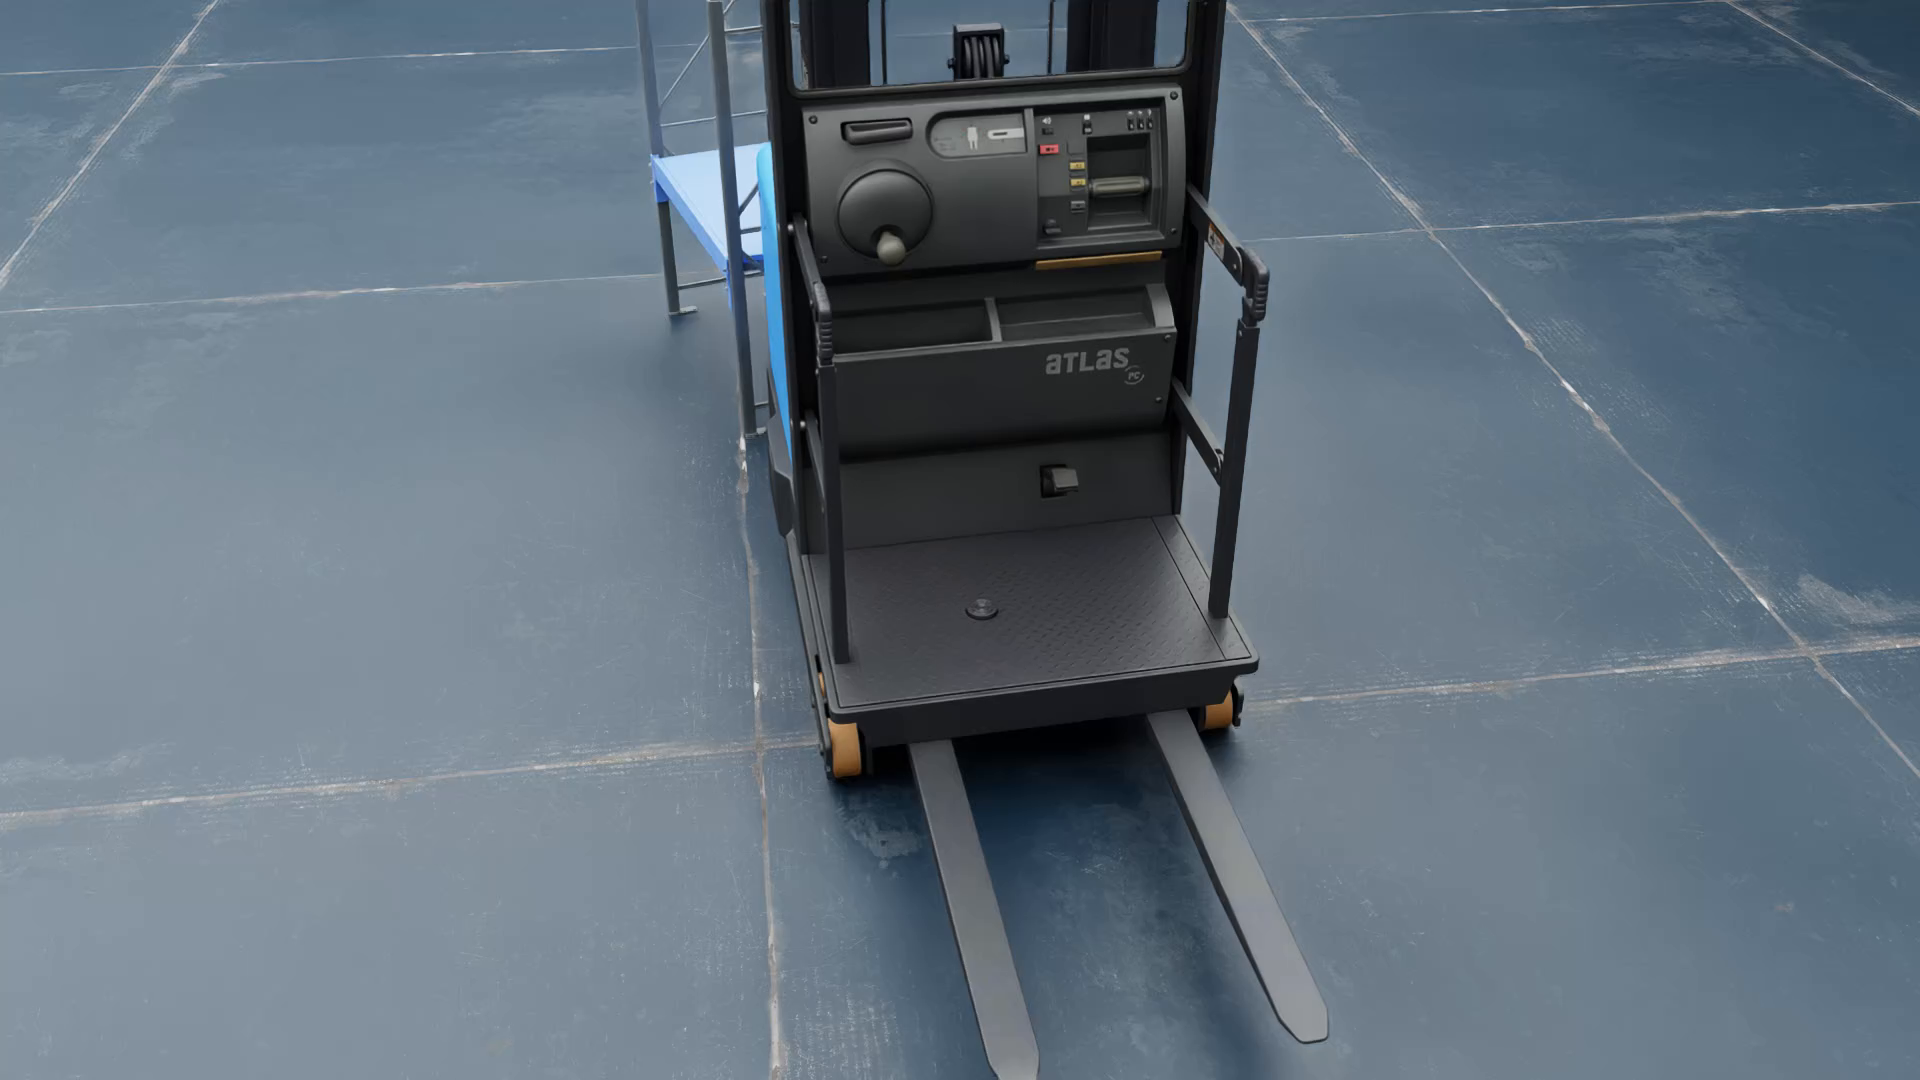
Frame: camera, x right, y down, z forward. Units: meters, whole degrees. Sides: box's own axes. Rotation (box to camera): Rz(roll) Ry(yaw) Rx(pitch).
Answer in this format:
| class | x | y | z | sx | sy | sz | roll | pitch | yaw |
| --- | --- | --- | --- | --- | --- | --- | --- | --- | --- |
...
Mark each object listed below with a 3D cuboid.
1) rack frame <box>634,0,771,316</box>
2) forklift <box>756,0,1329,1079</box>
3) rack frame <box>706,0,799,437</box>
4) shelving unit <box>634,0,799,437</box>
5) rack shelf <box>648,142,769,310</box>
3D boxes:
| class | x | y | z | sx | sy | sz | roll | pitch | yaw |
| --- | --- | --- | --- | --- | --- | --- | --- | --- | --- |
| rack frame | -0.918 | -1.566 | 6.216 | 0.500 | 1.500 | 0.032 | -13 | 37 | -19 |
| forklift | 0.134 | -0.818 | 3.847 | 1.130 | 2.935 | 3.031 | -6 | 35 | -9 |
| rack frame | -0.522 | -1.039 | 5.443 | 0.500 | 1.500 | 0.032 | -13 | 37 | -19 |
| shelving unit | -0.720 | -1.302 | 5.829 | 0.538 | 1.500 | 1.048 | -13 | 37 | -19 |
| rack shelf | -0.720 | -1.154 | 5.931 | 0.538 | 0.185 | 1.000 | -13 | 37 | -19 |
